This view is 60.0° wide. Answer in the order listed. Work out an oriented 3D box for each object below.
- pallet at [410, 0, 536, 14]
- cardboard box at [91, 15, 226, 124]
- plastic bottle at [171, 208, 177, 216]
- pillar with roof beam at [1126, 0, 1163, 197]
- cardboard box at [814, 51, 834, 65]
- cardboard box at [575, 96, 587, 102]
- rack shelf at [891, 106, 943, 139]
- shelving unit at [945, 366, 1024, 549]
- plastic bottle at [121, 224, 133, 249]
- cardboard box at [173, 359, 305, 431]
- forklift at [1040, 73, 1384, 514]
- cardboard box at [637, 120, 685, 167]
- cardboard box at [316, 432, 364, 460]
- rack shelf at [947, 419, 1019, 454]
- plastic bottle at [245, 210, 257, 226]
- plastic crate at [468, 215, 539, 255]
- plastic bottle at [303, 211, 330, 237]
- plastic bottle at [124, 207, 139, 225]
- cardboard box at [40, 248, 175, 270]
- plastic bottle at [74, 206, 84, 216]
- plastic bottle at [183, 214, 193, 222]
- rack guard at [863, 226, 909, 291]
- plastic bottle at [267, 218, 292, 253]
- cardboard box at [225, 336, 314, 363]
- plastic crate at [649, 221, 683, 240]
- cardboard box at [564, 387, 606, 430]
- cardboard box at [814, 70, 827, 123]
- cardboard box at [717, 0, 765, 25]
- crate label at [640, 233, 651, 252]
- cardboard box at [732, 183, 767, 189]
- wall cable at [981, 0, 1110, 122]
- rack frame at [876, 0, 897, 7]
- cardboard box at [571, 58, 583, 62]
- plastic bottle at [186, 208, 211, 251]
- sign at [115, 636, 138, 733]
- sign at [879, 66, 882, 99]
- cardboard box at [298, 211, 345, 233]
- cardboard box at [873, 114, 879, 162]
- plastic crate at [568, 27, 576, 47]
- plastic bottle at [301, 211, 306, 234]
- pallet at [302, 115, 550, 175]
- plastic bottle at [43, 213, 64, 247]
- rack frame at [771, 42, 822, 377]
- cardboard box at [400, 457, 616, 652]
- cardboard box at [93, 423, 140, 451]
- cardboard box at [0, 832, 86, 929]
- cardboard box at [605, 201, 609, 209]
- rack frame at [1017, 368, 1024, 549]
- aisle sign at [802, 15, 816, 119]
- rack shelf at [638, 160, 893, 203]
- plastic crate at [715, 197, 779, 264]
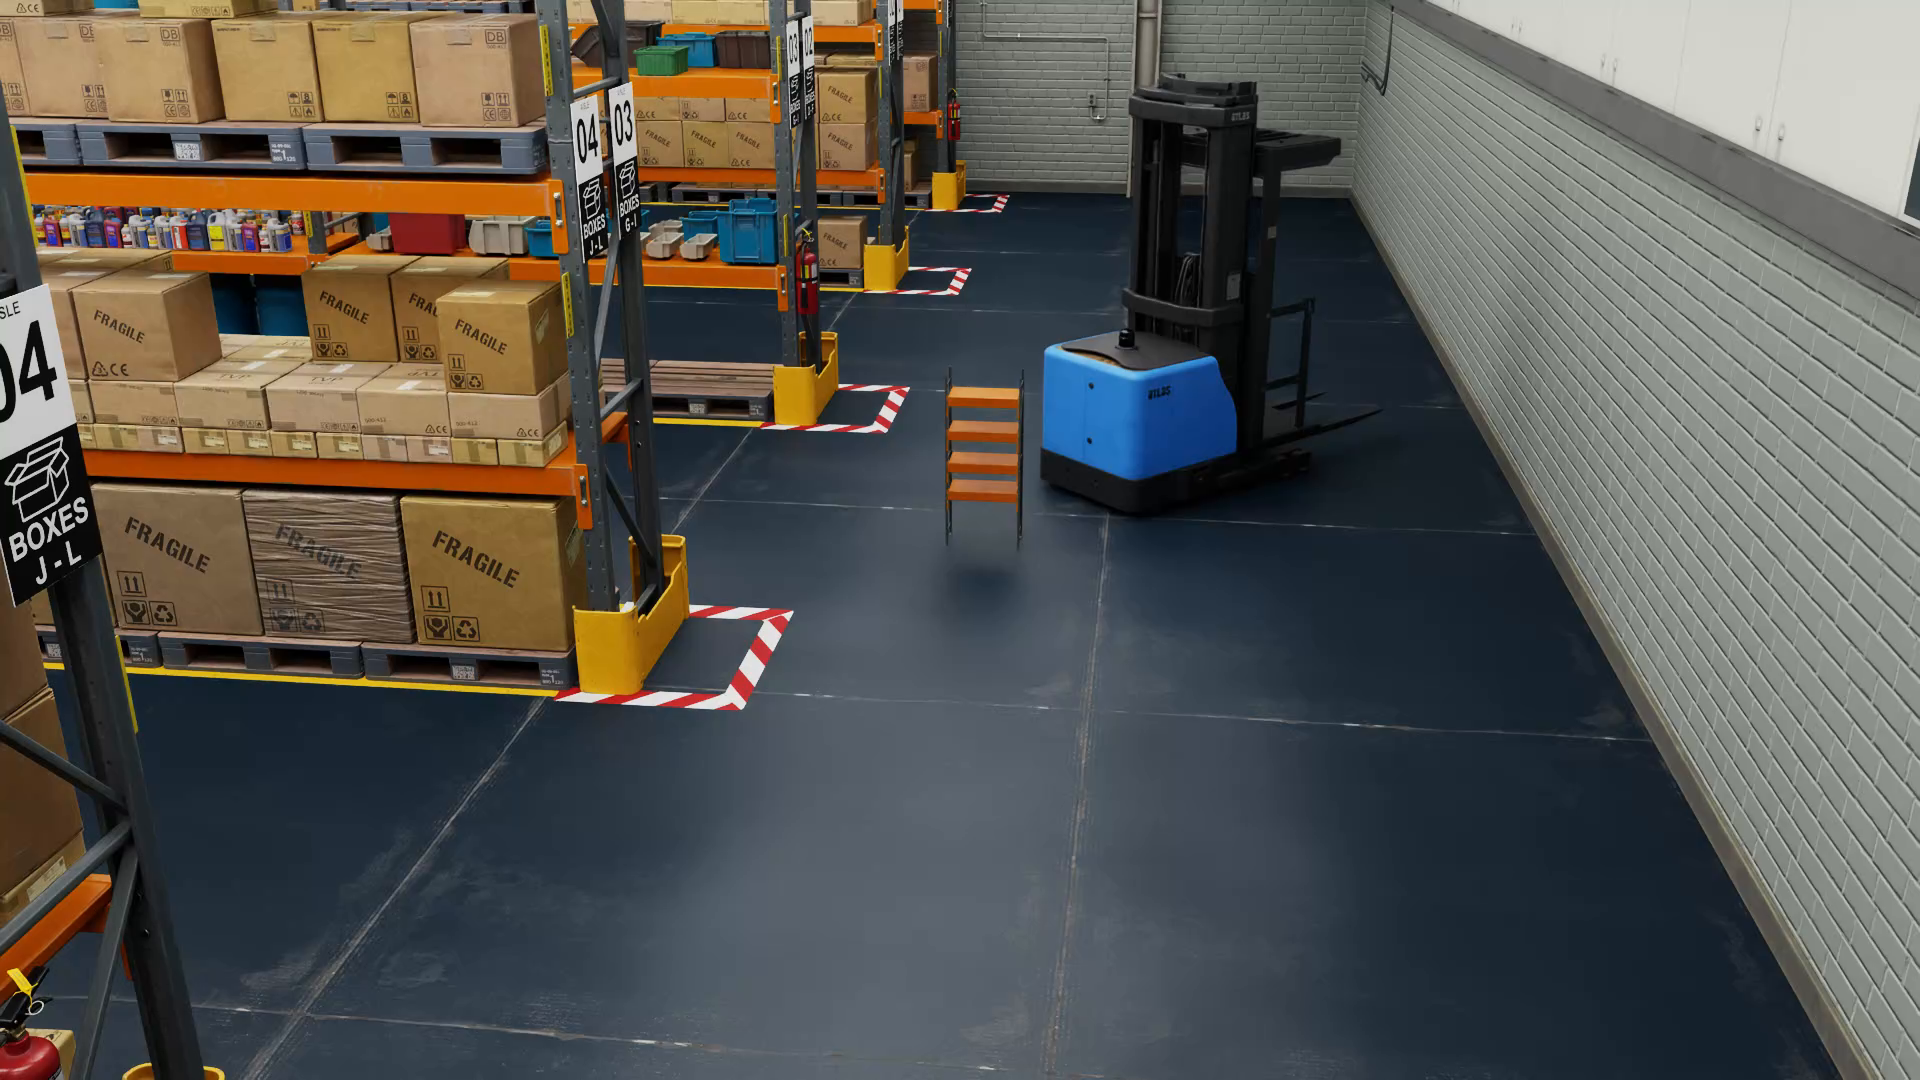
[{"bbox_3d":[-5.366,-5.901,18.461,1.003,0.211,1.213,2,22,6],"label":"pallet"},{"bbox_3d":[-4.076,-2.495,8.747,0.500,0.500,0.700,3,22,9],"label":"cardboard box"},{"bbox_3d":[-6.990,-2.895,14.859,0.097,0.271,0.097,0,22,0],"label":"plastic bottle"},{"bbox_3d":[2.101,-7.592,18.404,0.400,9.000,9.100,2,22,6],"label":"pillar with roof beam"},{"bbox_3d":[-2.163,-6.397,23.132,0.700,0.700,0.980,1,22,4],"label":"cardboard box"},{"bbox_3d":[-4.292,-4.928,18.328,0.500,0.500,0.500,3,22,8],"label":"cardboard box"},{"bbox_3d":[-2.162,-5.927,23.330,4.000,0.370,1.077,2,22,6],"label":"rack shelf"},{"bbox_3d":[0.164,-0.551,11.201,0.503,1.200,0.258,2,22,6],"label":"shelving unit"},{"bbox_3d":[-7.089,-2.586,14.172,0.097,0.201,0.097,0,22,0],"label":"plastic bottle"},{"bbox_3d":[-3.964,-0.807,9.201,0.500,0.250,0.500,3,22,6],"label":"cardboard box"},{"bbox_3d":[2.064,-1.972,12.442,3.031,2.935,1.130,-16,27,-36],"label":"forklift"},{"bbox_3d":[-3.248,-4.421,18.406,0.500,0.500,0.500,2,22,6],"label":"cardboard box"},{"bbox_3d":[-3.331,-0.572,9.147,0.250,0.149,0.380,2,22,5],"label":"cardboard box"},{"bbox_3d":[0.164,-0.696,11.144,0.480,0.148,0.258,2,22,6],"label":"rack shelf"},{"bbox_3d":[-6.300,-2.833,14.795,0.097,0.201,0.097,0,22,0],"label":"plastic bottle"},{"bbox_3d":[-3.819,-2.570,13.941,0.530,0.282,0.437,2,22,6],"label":"plastic crate"},{"bbox_3d":[-5.665,-2.843,14.619,0.185,0.351,0.144,2,22,6],"label":"plastic bottle"},{"bbox_3d":[-7.390,-2.903,14.861,0.133,0.283,0.061,2,22,6],"label":"plastic bottle"},{"bbox_3d":[-4.912,-1.394,9.667,0.500,0.500,0.500,3,22,7],"label":"cardboard box"},{"bbox_3d":[-7.912,-2.903,14.973,0.097,0.201,0.097,0,22,0],"label":"plastic bottle"},{"bbox_3d":[-6.610,-2.654,14.248,0.097,0.271,0.097,0,22,0],"label":"plastic bottle"},{"bbox_3d":[-0.830,-3.207,18.872,0.348,0.500,1.175,2,22,6],"label":"rack guard"},{"bbox_3d":[-5.743,-2.572,14.035,0.135,0.276,0.152,2,22,6],"label":"plastic bottle"},{"bbox_3d":[-3.904,-1.001,9.692,0.500,0.250,0.500,2,22,5],"label":"cardboard box"},{"bbox_3d":[-2.530,-2.667,14.384,0.298,0.136,0.250,2,22,6],"label":"plastic crate"},{"bbox_3d":[-2.238,-0.769,9.646,0.250,0.149,0.380,3,22,7],"label":"cardboard box"},{"bbox_3d":[-1.731,-4.818,18.051,0.500,0.500,0.500,3,22,8],"label":"cardboard box"},{"bbox_3d":[-2.289,-5.660,17.800,0.500,0.250,0.500,2,22,6],"label":"cardboard box"},{"bbox_3d":[-2.738,-2.453,13.842,0.243,0.136,0.396,2,22,6],"label":"crate label"},{"bbox_3d":[-2.919,-5.288,23.565,0.500,0.500,0.700,2,22,6],"label":"cardboard box"},{"bbox_3d":[1.207,-6.937,23.526,1.851,1.984,0.084,2,22,6],"label":"wall cable"},{"bbox_3d":[-0.755,-7.156,17.301,0.127,3.000,1.000,2,22,6],"label":"rack frame"},{"bbox_3d":[-5.144,-6.489,23.205,0.500,0.500,0.500,3,22,7],"label":"cardboard box"},{"bbox_3d":[-6.449,-2.636,14.095,0.185,0.351,0.144,2,22,6],"label":"plastic bottle"},{"bbox_3d":[-2.545,0.456,5.028,0.005,0.325,0.100,2,22,6],"label":"sign"},{"bbox_3d":[-0.840,-4.850,17.623,0.005,0.325,0.100,2,22,6],"label":"sign"},{"bbox_3d":[-7.263,-3.586,19.233,0.500,0.500,0.500,2,22,6],"label":"cardboard box"},{"bbox_3d":[-1.164,-4.528,18.678,0.500,0.500,0.500,3,22,7],"label":"cardboard box"},{"bbox_3d":[-3.506,-4.106,13.828,0.530,0.282,0.437,2,22,6],"label":"plastic crate"},{"bbox_3d":[-5.760,-2.854,14.738,0.133,0.283,0.061,2,22,6],"label":"plastic bottle"},{"bbox_3d":[-2.662,-2.132,8.792,1.213,0.211,1.003,2,22,6],"label":"pallet"},{"bbox_3d":[-7.752,-2.646,14.212,0.133,0.283,0.061,2,22,6],"label":"plastic bottle"},{"bbox_3d":[-1.341,-2.558,13.830,0.127,3.000,1.000,2,22,6],"label":"rack frame"},{"bbox_3d":[-2.569,0.045,9.565,0.875,0.875,0.875,2,22,6],"label":"cardboard box"},{"bbox_3d":[-4.604,-0.627,9.288,0.250,0.149,0.380,2,22,6],"label":"cardboard box"},{"bbox_3d":[-2.892,1.040,5.071,0.250,0.149,0.380,2,22,6],"label":"cardboard box"},{"bbox_3d":[-4.128,-3.660,19.420,0.500,0.500,0.500,2,22,6],"label":"cardboard box"},{"bbox_3d":[0.407,-0.540,11.174,0.015,1.200,0.240,2,22,6],"label":"rack frame"},{"bbox_3d":[-1.235,-3.872,13.618,0.004,0.787,0.394,2,22,6],"label":"aisle sign"},{"bbox_3d":[-2.741,-4.118,18.755,4.000,0.370,1.077,2,22,6],"label":"rack shelf"},{"bbox_3d":[-1.696,-2.549,13.677,0.499,0.435,0.616,2,22,6],"label":"plastic crate"}]
